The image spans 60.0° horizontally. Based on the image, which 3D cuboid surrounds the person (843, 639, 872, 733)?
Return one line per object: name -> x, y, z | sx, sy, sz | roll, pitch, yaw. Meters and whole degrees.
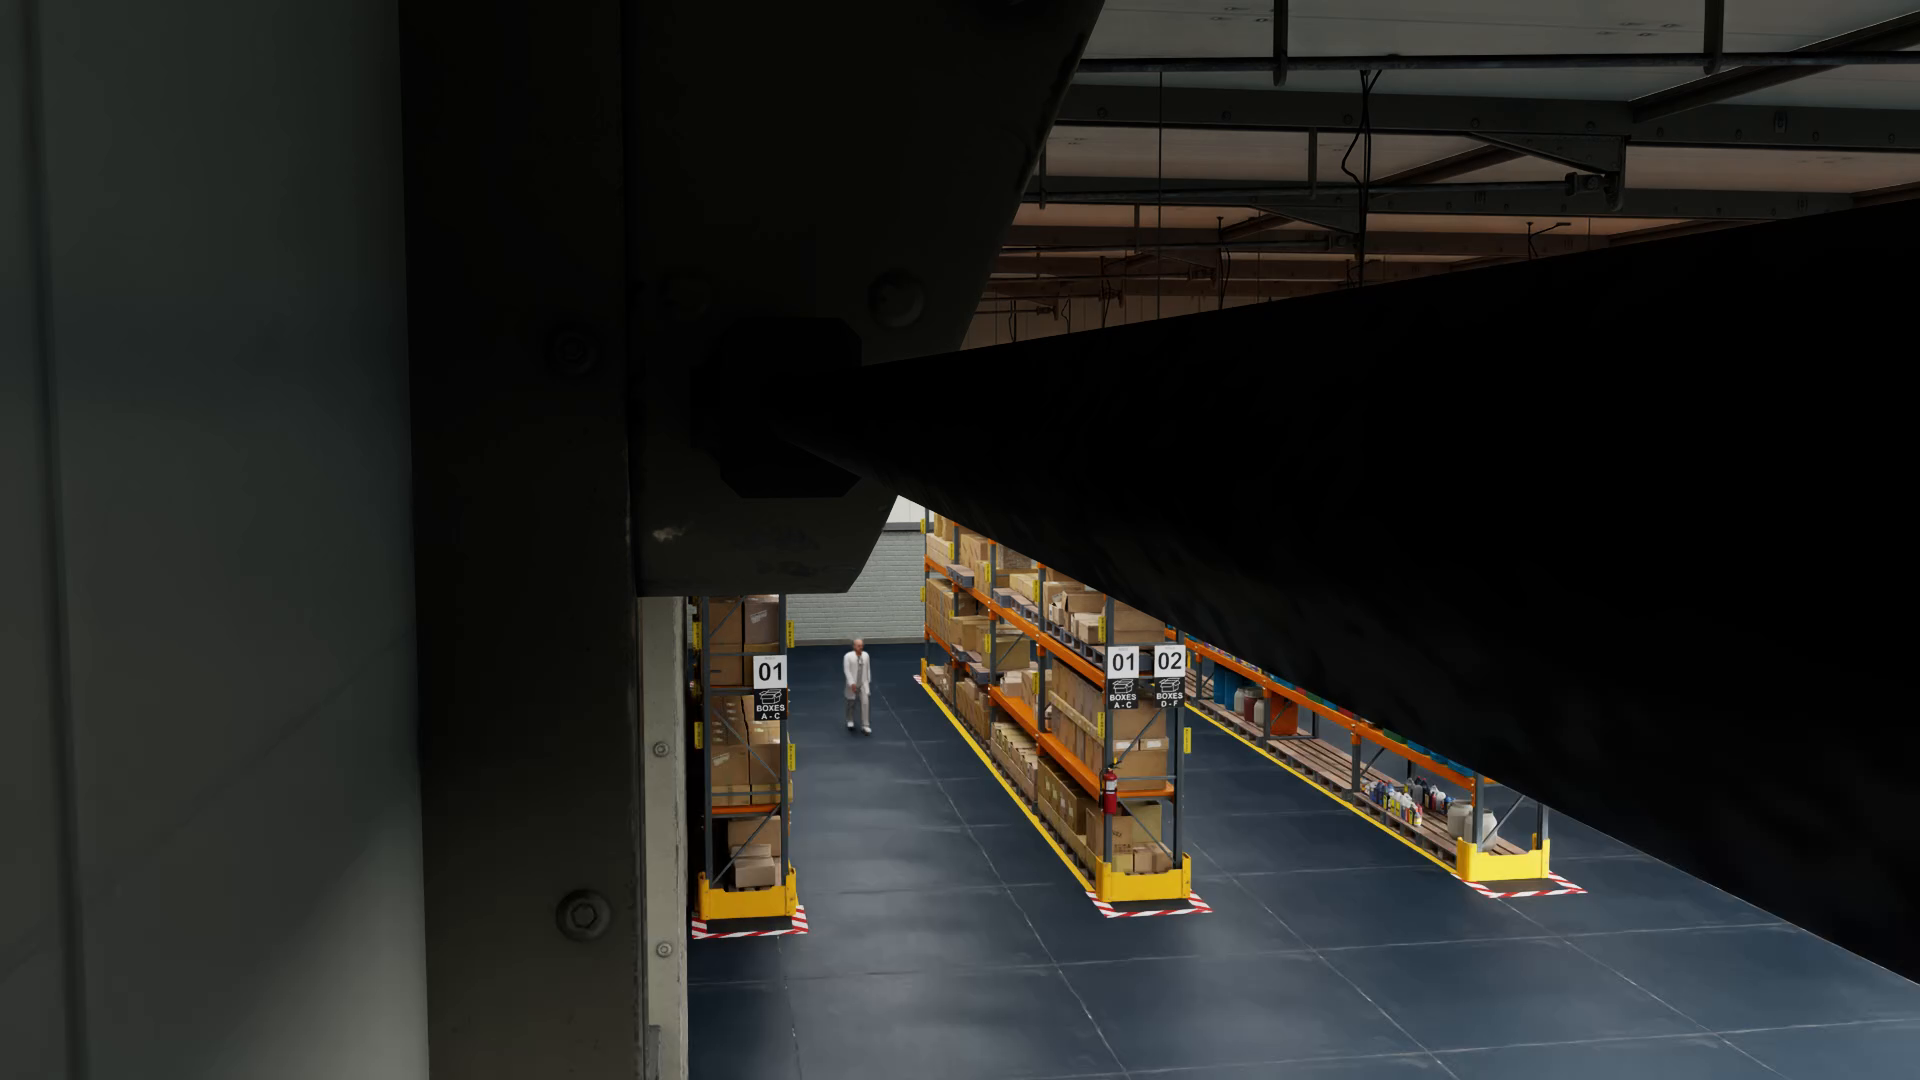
person -> -1.884, 2.712, 31.167 | 0.596, 1.722, 1.055 | -2, 5, -24
